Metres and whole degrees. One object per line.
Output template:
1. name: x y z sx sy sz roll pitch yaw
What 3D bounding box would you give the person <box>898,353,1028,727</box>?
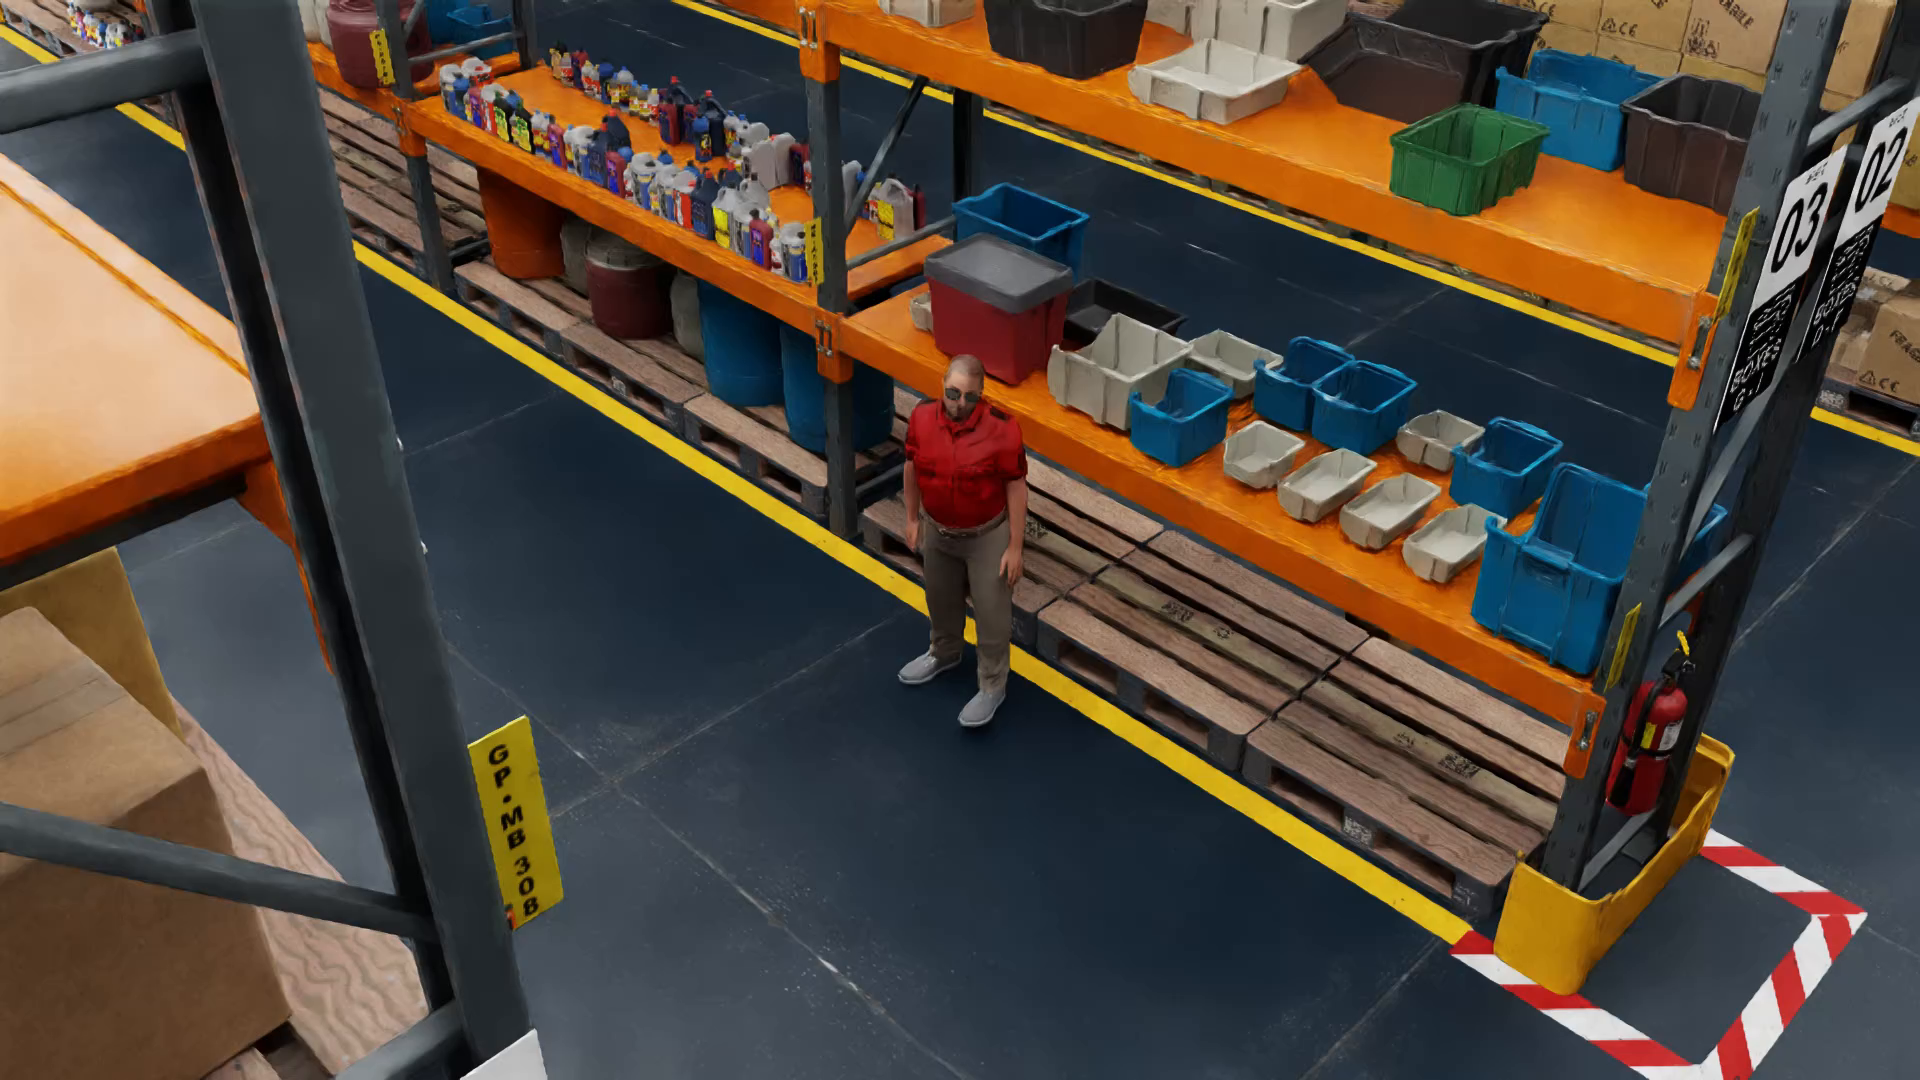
1. person: -0.007 0.000 7.127 0.608 1.737 0.474 16 38 22
